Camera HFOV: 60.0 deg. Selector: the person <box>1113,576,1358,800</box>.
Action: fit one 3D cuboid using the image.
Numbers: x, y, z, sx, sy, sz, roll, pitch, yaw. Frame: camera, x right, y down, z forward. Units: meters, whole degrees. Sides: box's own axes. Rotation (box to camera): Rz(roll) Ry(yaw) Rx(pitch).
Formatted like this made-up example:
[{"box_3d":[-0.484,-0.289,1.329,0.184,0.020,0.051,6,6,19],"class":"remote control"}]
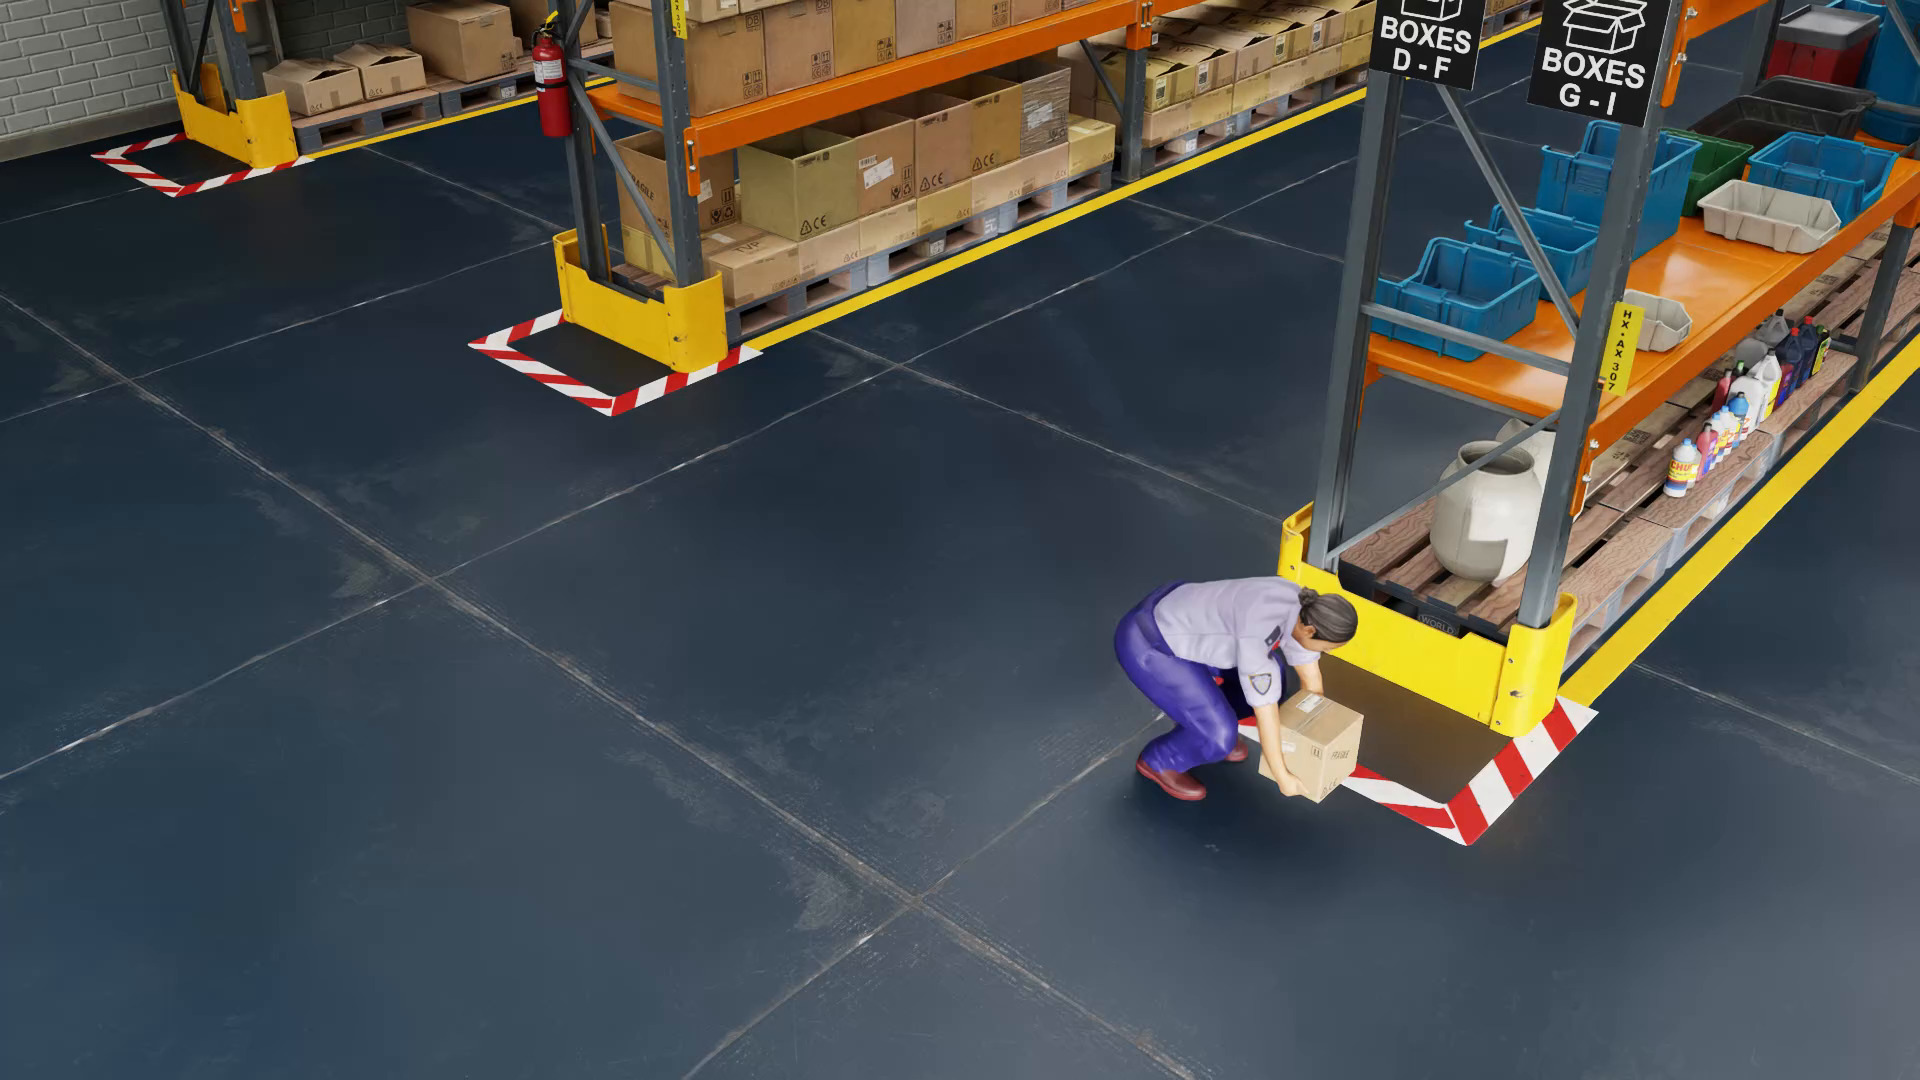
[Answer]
[{"box_3d":[0.989,0.501,6.024,0.868,0.934,0.516,22,38,31],"class":"person"}]
